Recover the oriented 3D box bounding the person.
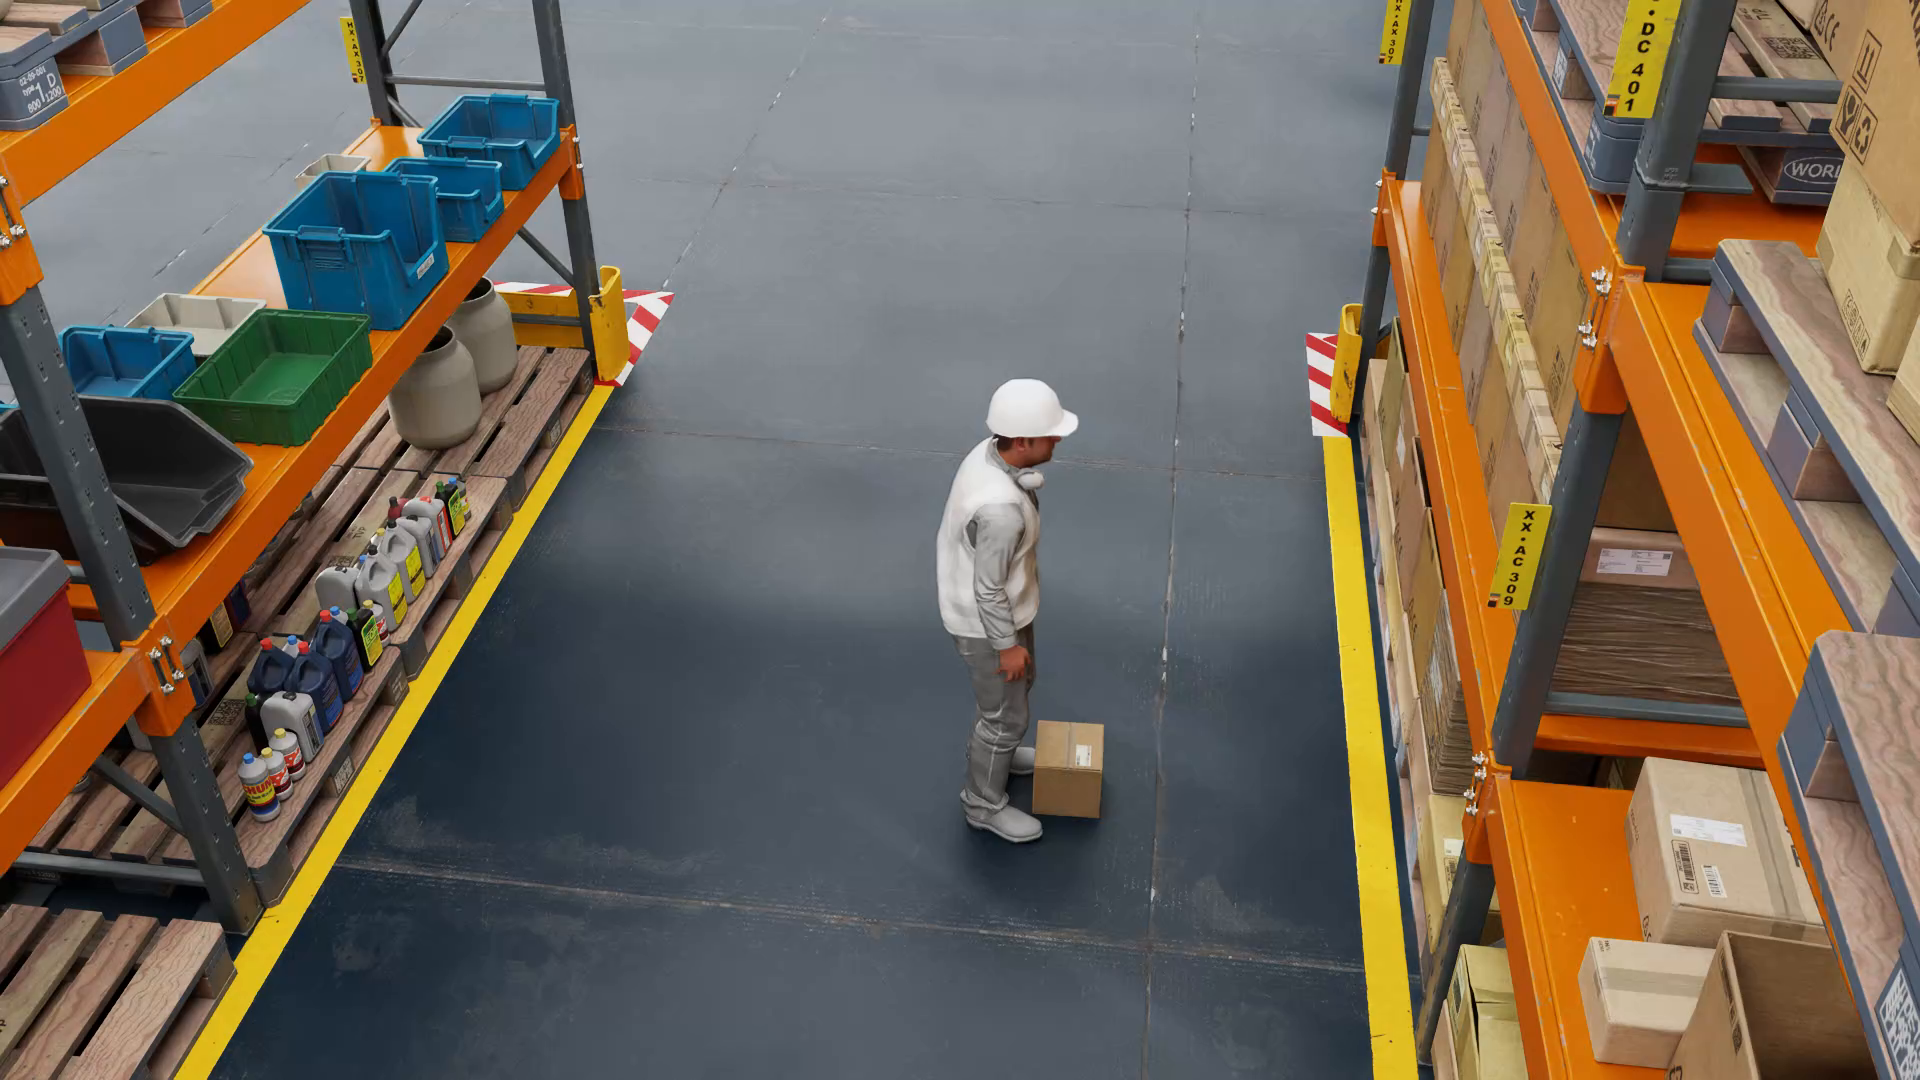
[{"bbox_3d":[0.152,0.225,5.815,0.460,1.770,0.590,3,36,4],"label":"person"}]
